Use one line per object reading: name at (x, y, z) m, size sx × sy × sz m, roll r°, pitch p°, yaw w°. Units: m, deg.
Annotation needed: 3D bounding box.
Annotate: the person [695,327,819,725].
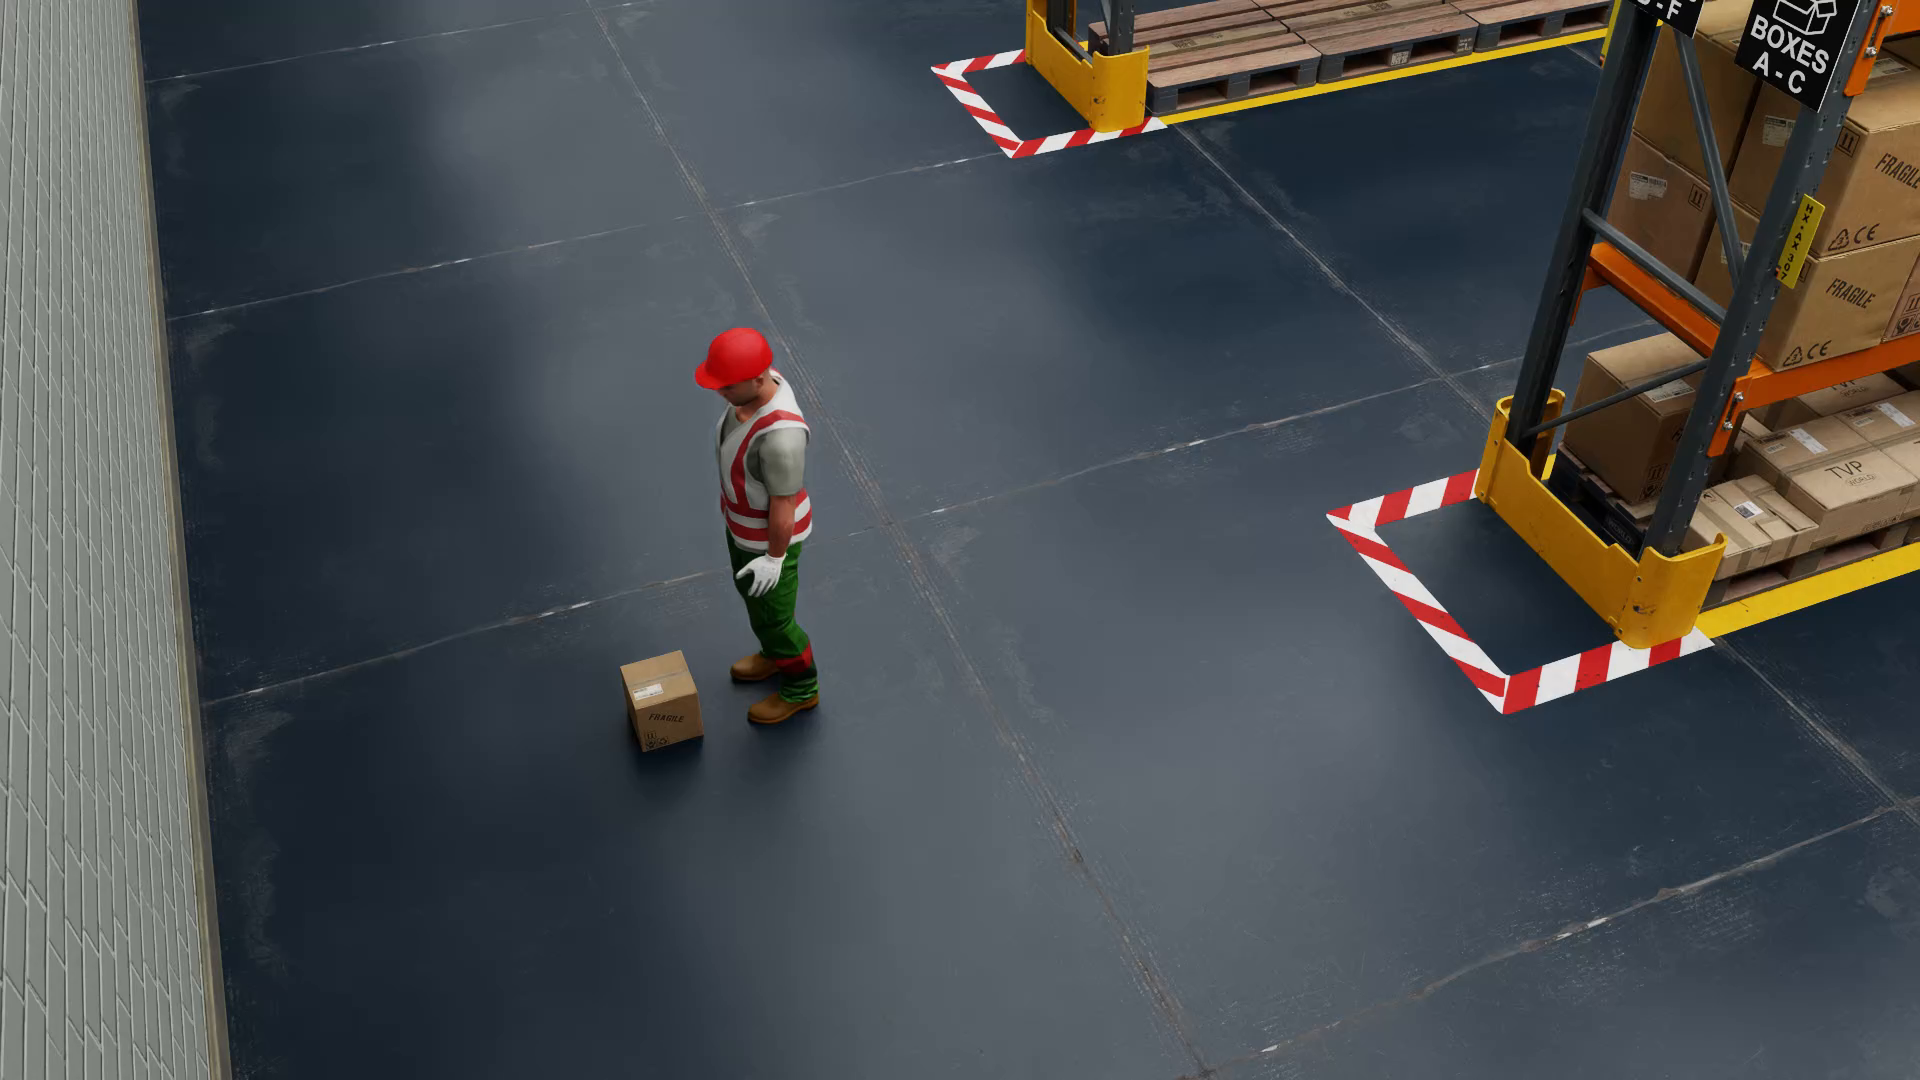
person at (-0.735, -0.045, 6.204) m, size 0.364 × 1.778 × 0.529 m, roll -14°, pitch 43°, yaw -16°
